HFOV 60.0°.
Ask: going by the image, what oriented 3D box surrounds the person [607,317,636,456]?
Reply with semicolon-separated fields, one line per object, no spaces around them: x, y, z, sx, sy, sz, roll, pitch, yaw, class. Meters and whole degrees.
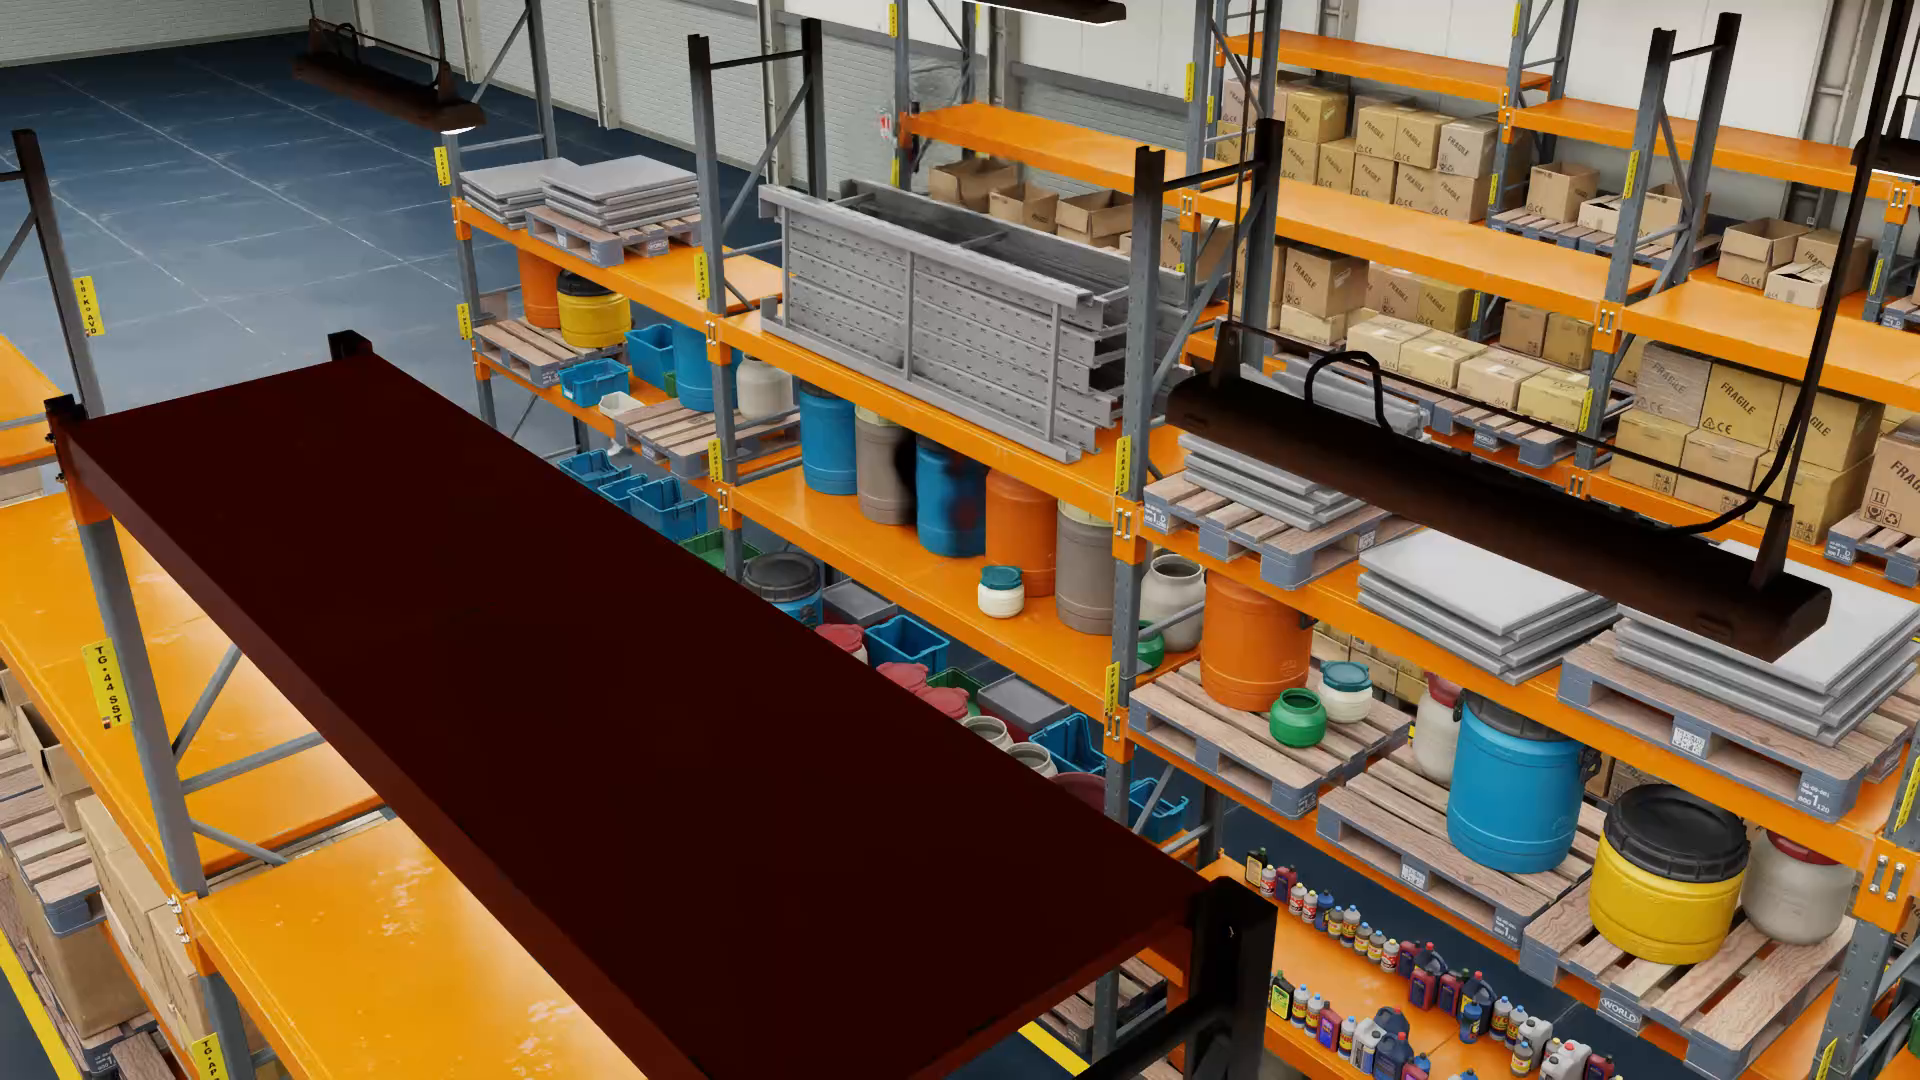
-3.709;-1.809;19.297;0.957;1.698;0.587;-10;29;-18;person
